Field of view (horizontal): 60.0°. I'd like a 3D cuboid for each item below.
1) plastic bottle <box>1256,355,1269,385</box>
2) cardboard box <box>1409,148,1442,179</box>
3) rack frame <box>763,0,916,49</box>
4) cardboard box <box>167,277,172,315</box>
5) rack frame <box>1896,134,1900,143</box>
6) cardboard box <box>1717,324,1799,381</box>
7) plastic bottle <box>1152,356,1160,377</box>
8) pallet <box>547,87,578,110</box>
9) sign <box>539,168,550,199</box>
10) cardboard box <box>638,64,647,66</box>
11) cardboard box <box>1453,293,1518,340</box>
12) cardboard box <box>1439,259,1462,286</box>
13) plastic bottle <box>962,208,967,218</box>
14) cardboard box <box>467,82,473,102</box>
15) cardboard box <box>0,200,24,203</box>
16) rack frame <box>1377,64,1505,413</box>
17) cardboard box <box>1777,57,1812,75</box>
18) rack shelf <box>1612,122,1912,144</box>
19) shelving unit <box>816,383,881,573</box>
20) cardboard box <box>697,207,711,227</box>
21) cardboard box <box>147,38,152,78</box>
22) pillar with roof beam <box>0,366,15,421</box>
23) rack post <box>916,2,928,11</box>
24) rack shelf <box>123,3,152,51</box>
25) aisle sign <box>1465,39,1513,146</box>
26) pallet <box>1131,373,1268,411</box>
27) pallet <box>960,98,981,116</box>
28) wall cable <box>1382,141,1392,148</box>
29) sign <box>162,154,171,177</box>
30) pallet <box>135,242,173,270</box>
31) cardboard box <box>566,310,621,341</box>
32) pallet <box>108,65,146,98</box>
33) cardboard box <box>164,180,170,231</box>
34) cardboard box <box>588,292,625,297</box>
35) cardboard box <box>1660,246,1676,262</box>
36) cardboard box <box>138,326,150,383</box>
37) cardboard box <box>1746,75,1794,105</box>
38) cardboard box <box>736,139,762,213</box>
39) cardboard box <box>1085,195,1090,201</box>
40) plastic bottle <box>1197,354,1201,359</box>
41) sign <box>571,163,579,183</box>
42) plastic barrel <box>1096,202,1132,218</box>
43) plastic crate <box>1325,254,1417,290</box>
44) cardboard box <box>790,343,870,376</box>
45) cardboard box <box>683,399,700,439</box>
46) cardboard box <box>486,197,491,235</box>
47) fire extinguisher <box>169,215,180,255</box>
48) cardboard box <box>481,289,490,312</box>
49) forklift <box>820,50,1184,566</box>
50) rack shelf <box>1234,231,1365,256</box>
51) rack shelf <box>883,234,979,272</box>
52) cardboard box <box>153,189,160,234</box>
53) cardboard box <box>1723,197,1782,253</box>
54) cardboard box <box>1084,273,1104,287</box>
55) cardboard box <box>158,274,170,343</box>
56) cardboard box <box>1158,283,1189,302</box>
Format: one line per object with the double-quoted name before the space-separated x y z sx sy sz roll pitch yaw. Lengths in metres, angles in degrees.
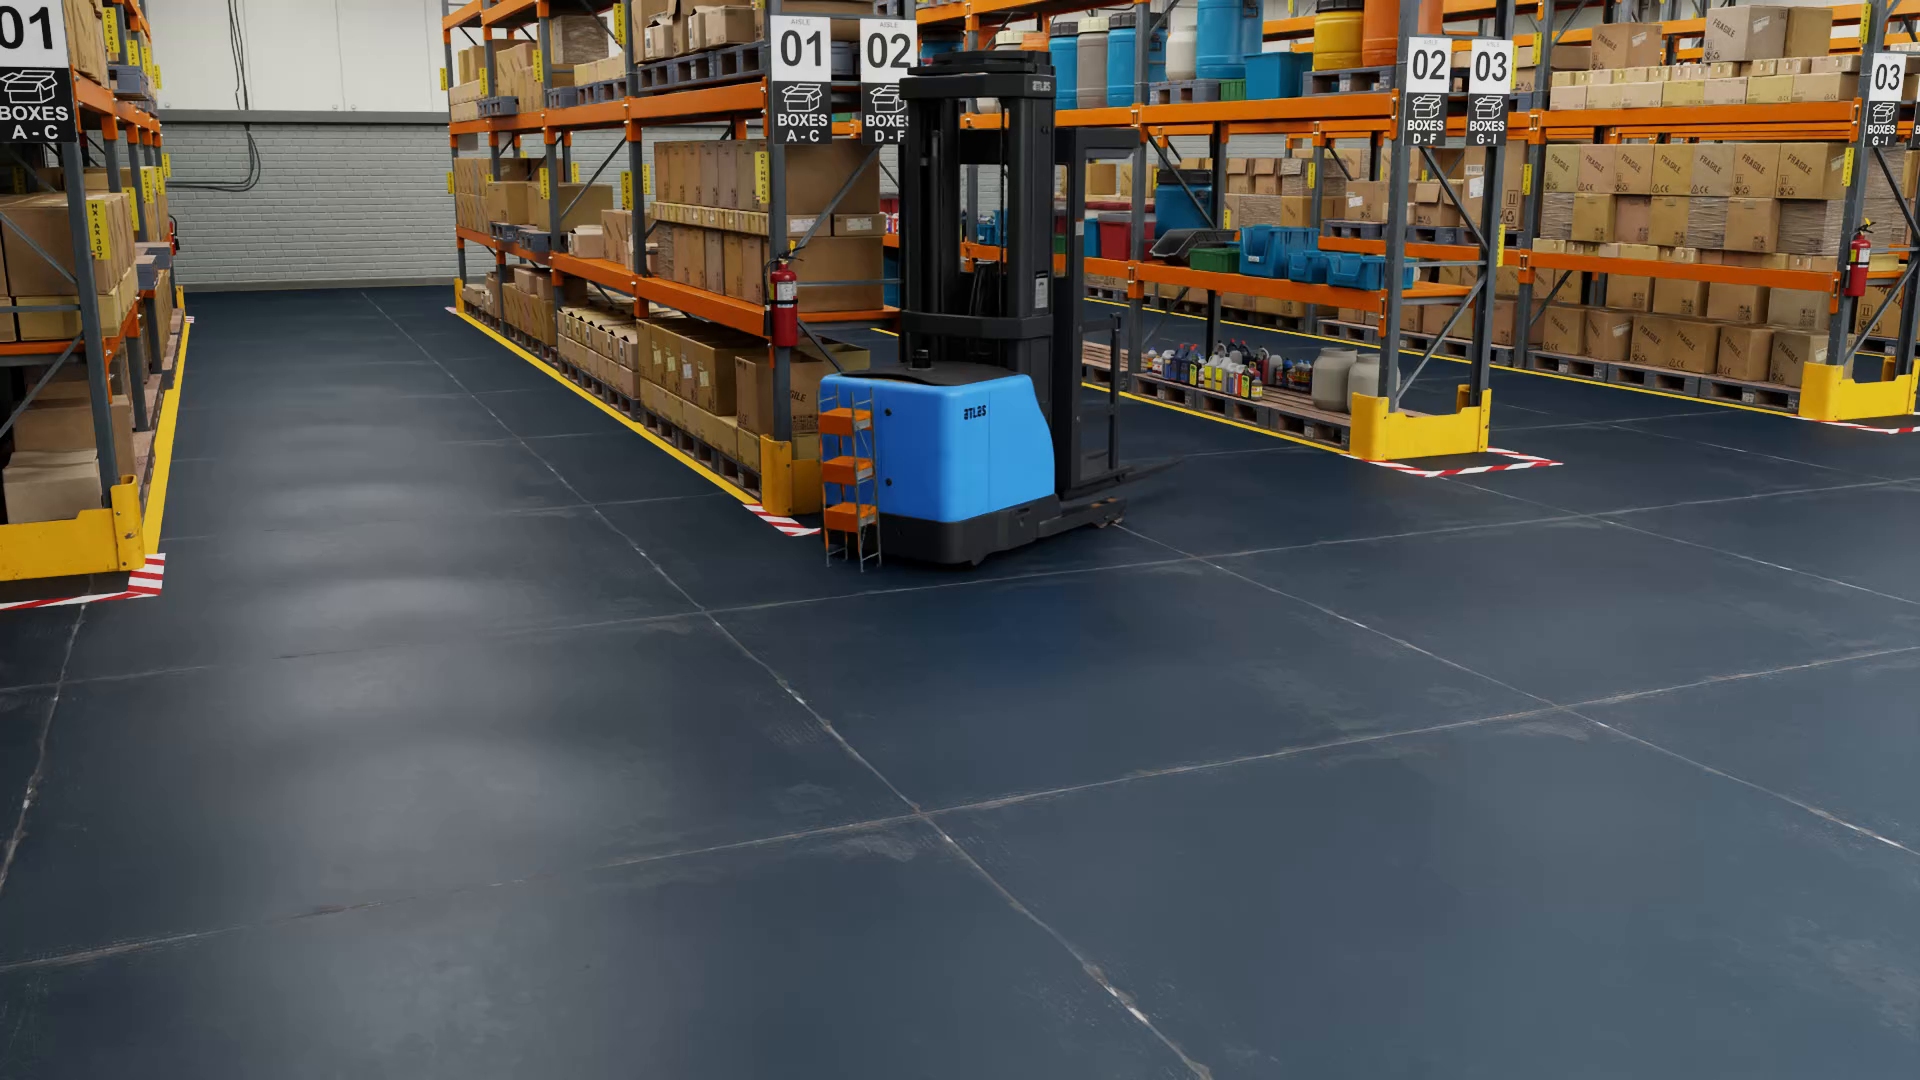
"plastic bottle" 2.861 -1.614 15.741 0.061 0.283 0.133 -6 14 -23
"cardboard box" 7.652 -6.261 27.671 0.500 0.500 0.500 -6 14 -25
"rack frame" -0.769 -4.630 10.418 1.000 3.000 0.127 -6 14 -23
"cardboard box" -11.143 -3.313 22.643 0.700 0.500 0.500 -6 14 -23
"rack frame" 14.185 -5.149 25.966 1.000 3.000 0.127 -6 14 -23
"cardboard box" 7.804 -1.839 16.276 0.500 0.500 0.500 -2 13 -8
"plastic bottle" 1.936 -1.705 16.315 0.097 0.201 0.097 0 13 0
"pallet" -3.620 -4.597 17.348 1.213 0.211 1.003 -5 14 -20
"sign" -4.467 -3.835 17.894 0.100 0.325 0.005 -6 14 -23
"cardboard box" -2.609 -4.255 14.851 0.500 0.250 0.500 -4 14 -17
"cardboard box" 6.307 -2.653 19.750 0.700 0.500 0.500 -6 14 -23
"cardboard box" 8.141 -4.318 26.986 0.500 0.500 0.500 -5 14 -21
"plastic bottle" 0.074 -4.221 22.066 0.144 0.351 0.185 -6 14 -23
"cardboard box" -6.415 -6.102 22.652 0.500 0.250 0.500 -6 14 -23
"cardboard box" -6.093 -1.851 10.339 0.500 0.500 0.500 -6 14 -25
"rack frame" 3.771 -2.154 13.024 1.000 3.000 0.127 -6 14 -23
"cardboard box" 7.705 -4.324 15.197 0.380 0.149 0.250 -6 14 -25
"rack shelf" 10.491 -5.379 21.902 1.077 0.370 4.000 -6 14 -23
"shelving unit" -0.636 -0.355 9.549 0.252 1.050 0.215 8 19 32
"cardboard box" -1.817 -2.506 12.884 0.380 0.149 0.250 -6 14 -23
"cardboard box" -10.765 -6.234 21.516 0.500 0.500 0.500 -6 14 -25
"pillar with roof beam" -4.838 -5.877 15.805 9.100 9.000 0.400 -6 14 -23
"rack post" -0.108 -6.906 21.359 0.937 0.300 0.954 -4 14 -17
"rack shelf" -10.914 -6.529 21.105 1.077 0.370 4.000 -6 14 -23
"aisle sign" 4.069 -3.432 12.781 0.394 0.787 0.004 -6 14 -23
"pallet" 2.400 -1.479 16.294 1.003 0.211 1.213 -6 14 -23
"pallet" 0.350 -5.343 20.570 1.003 0.211 1.213 -6 14 -23
"wall cable" 9.995 -8.590 38.581 0.588 1.984 0.122 -6 14 -23
"sign" -11.213 -5.290 23.483 0.100 0.325 0.005 -6 14 -23
"pallet" -8.128 -2.681 15.727 1.213 0.211 1.003 -6 14 -23
"cardboard box" -3.815 -2.256 17.388 0.500 0.311 0.500 -6 14 -24
"pallet" -7.058 -3.593 13.004 1.213 0.211 1.003 -6 14 -23
"cardboard box" -11.502 -4.607 22.956 0.980 0.700 0.700 -5 14 -20
"cardboard box" -4.305 -2.688 19.901 0.500 0.500 0.500 -6 14 -24
"cardboard box" 7.273 -2.878 16.708 0.380 0.149 0.250 -6 14 -23
"cardboard box" -8.175 -1.765 15.909 0.700 0.500 0.500 -5 14 -22
"cardboard box" 7.681 -4.169 15.412 0.500 0.250 0.500 -6 14 -23
"cardboard box" -1.181 -2.605 11.873 0.700 0.500 0.500 -6 14 -24
"cardboard box" 2.257 -5.644 27.778 0.500 0.250 0.500 -6 14 -25
"plastic bottle" 2.281 -1.642 15.888 0.097 0.271 0.097 0 13 0
"sign" -5.069 -4.802 21.896 0.100 0.325 0.005 -6 14 -23
"plastic barrel" 1.693 -3.416 18.174 0.433 0.535 0.433 0 13 0
"plastic crate" 3.297 -2.158 13.371 0.499 0.251 0.616 -6 14 -23
"cardboard box" -0.982 -1.172 12.284 0.500 0.500 0.500 -6 14 -23
"cardboard box" -1.866 -0.965 13.055 0.500 0.250 0.500 -6 14 -23
"cardboard box" -6.011 -4.315 22.142 0.500 0.500 0.500 -5 14 -22
"fire extinguisher" -11.353 -4.418 23.806 0.296 0.674 0.183 -6 14 -23
"cardboard box" -6.364 -3.338 23.128 0.500 0.311 0.500 -6 14 -23
"forklift" 0.437 -1.558 10.600 1.130 2.935 3.031 9 16 35
"rack shelf" 4.304 -4.317 23.965 1.077 0.370 4.000 -6 14 -23
"rack shelf" -0.234 -3.870 22.032 1.077 0.370 4.000 -6 14 -23
"cardboard box" -9.484 -3.765 19.058 0.500 0.500 0.500 -6 14 -23
"cardboard box" 7.804 -3.004 15.814 0.875 0.500 0.500 -6 14 -23
"cardboard box" 2.595 -4.763 28.080 0.875 0.875 0.875 -6 14 -23
"cardboard box" -9.375 -2.590 18.743 0.750 0.750 0.750 -5 14 -21
"cardboard box" 3.777 -4.120 25.298 1.225 0.875 0.875 -6 14 -23
